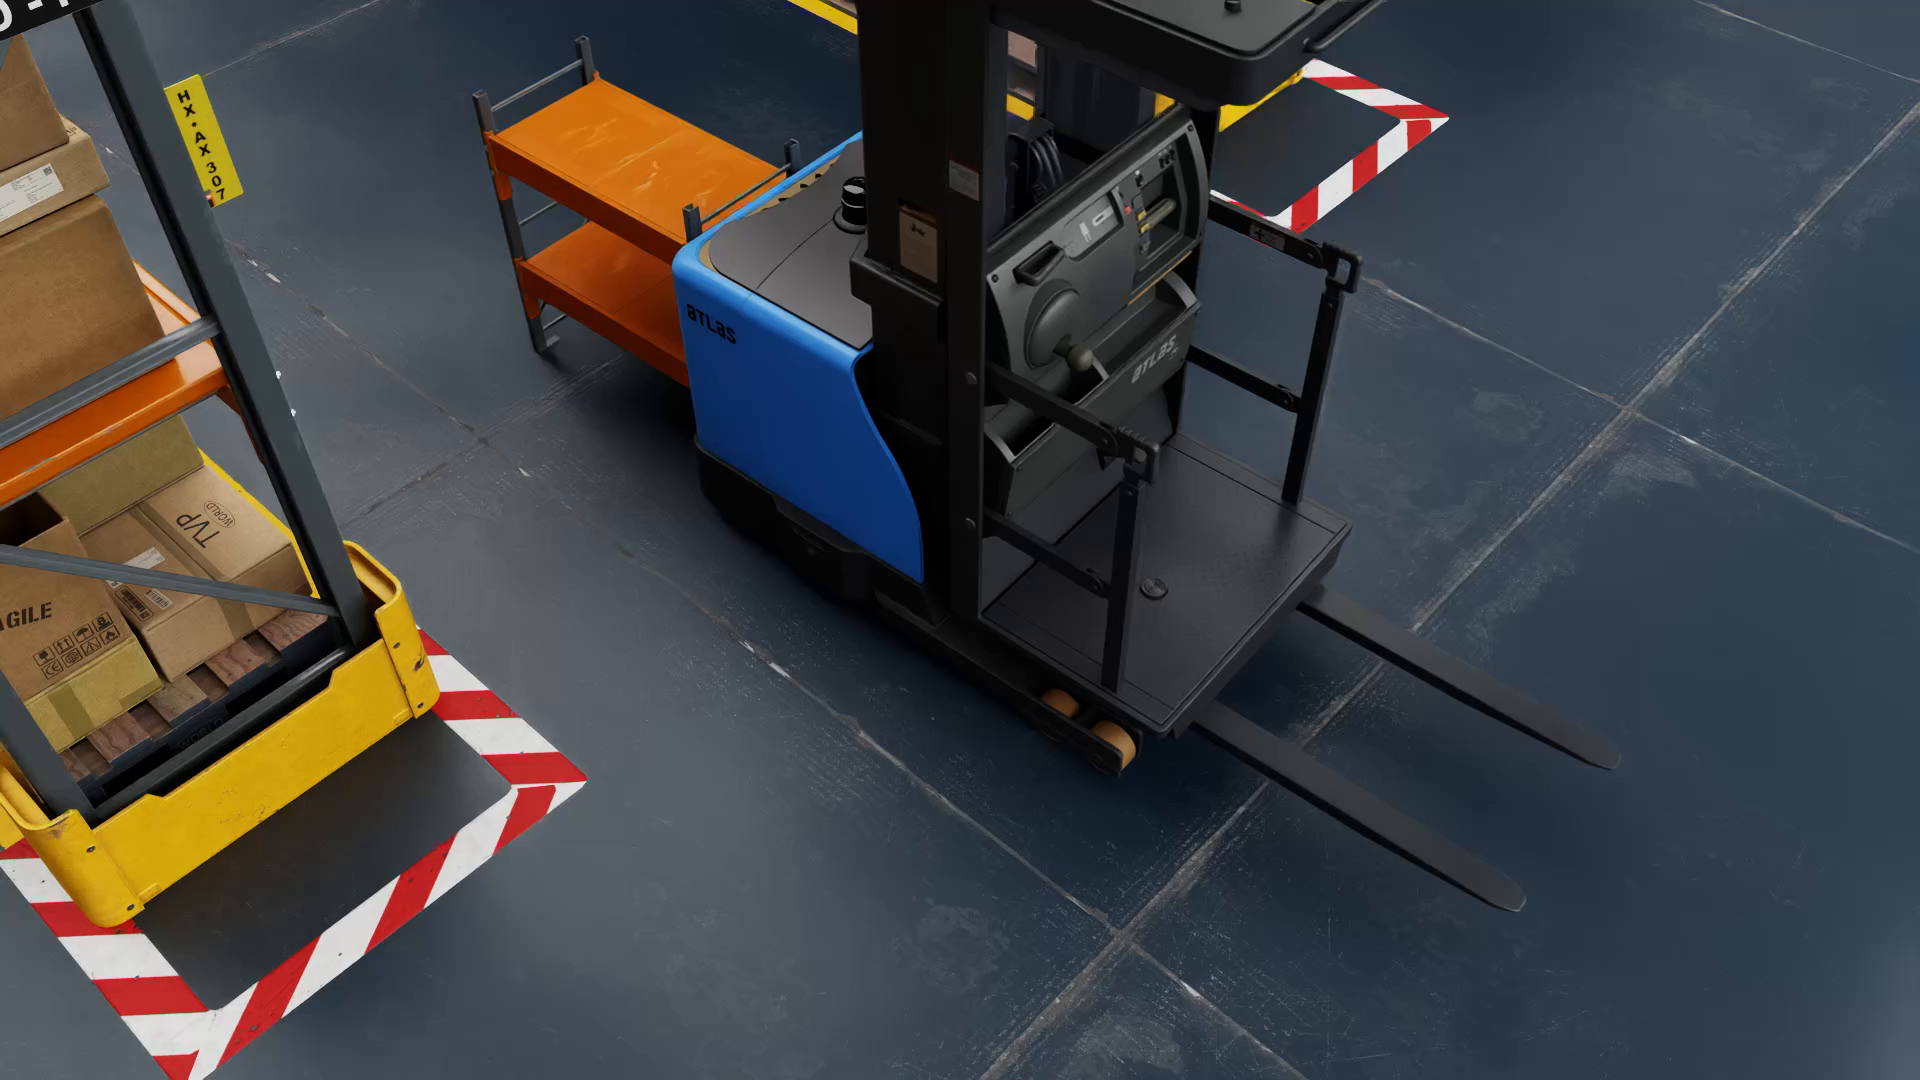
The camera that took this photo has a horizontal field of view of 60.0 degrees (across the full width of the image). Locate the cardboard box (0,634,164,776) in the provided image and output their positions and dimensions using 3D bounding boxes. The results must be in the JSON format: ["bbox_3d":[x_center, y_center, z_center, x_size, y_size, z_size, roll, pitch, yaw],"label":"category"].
[{"bbox_3d":[-2.761,0.374,4.939,0.500,0.250,0.500,34,55,28],"label":"cardboard box"}]

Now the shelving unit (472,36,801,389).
[{"bbox_3d":[-1.087,-1.017,5.933,1.048,1.125,0.538,31,54,26],"label":"shelving unit"}]

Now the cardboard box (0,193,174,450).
[{"bbox_3d":[-2.501,-0.588,4.176,0.500,0.500,0.700,34,55,28],"label":"cardboard box"}]

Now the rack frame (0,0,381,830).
[{"bbox_3d":[-2.167,-0.316,3.989,0.127,3.000,1.000,34,55,28],"label":"rack frame"}]

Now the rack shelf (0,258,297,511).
[{"bbox_3d":[-3.636,-1.059,5.180,4.000,0.370,1.077,34,55,28],"label":"rack shelf"}]

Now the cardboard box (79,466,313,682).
[{"bbox_3d":[-2.410,0.097,5.200,0.500,0.250,0.500,34,55,28],"label":"cardboard box"}]

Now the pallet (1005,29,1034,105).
[{"bbox_3d":[0.514,-2.431,7.887,1.213,0.211,1.003,34,55,28],"label":"pallet"}]

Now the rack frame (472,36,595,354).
[{"bbox_3d":[-1.480,-1.252,6.154,0.032,1.125,0.500,31,54,26],"label":"rack frame"}]

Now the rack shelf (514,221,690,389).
[{"bbox_3d":[-1.087,-0.849,6.111,1.000,0.278,0.538,31,54,26],"label":"rack shelf"}]

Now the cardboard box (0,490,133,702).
[{"bbox_3d":[-2.763,0.119,4.665,0.500,0.500,0.500,34,55,28],"label":"cardboard box"}]

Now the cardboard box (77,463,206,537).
[{"bbox_3d":[-2.780,-0.149,5.430,0.500,0.250,0.500,34,55,28],"label":"cardboard box"}]

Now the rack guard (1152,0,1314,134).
[{"bbox_3d":[1.108,-2.125,7.402,0.348,0.500,1.175,34,55,28],"label":"rack guard"}]

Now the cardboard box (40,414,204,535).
[{"bbox_3d":[-2.779,-0.406,5.157,0.500,0.500,0.500,34,55,28],"label":"cardboard box"}]

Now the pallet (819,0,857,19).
[{"bbox_3d":[-0.378,-3.034,8.454,1.213,0.211,1.003,34,55,28],"label":"pallet"}]

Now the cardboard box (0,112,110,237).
[{"bbox_3d":[-2.309,-0.882,4.007,0.250,0.149,0.380,34,55,27],"label":"cardboard box"}]

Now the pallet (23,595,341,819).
[{"bbox_3d":[-2.757,0.282,5.340,1.213,0.211,1.003,34,55,28],"label":"pallet"}]

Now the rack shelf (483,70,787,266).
[{"bbox_3d":[-1.087,-1.217,5.720,1.000,0.278,0.538,31,54,26],"label":"rack shelf"}]

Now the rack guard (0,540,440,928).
[{"bbox_3d":[-2.149,0.551,4.890,0.348,0.500,1.175,34,55,28],"label":"rack guard"}]

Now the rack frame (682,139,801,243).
[{"bbox_3d":[-0.695,-0.781,5.712,0.032,1.125,0.500,31,54,26],"label":"rack frame"}]

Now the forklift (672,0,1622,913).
[{"bbox_3d":[0.552,-0.731,4.426,3.031,2.935,1.130,31,54,26],"label":"forklift"}]

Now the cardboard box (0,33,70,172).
[{"bbox_3d":[-2.540,-1.058,3.728,0.500,0.500,0.700,34,55,28],"label":"cardboard box"}]

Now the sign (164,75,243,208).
[{"bbox_3d":[-1.786,-0.934,3.921,0.005,0.325,0.100,34,55,28],"label":"sign"}]
